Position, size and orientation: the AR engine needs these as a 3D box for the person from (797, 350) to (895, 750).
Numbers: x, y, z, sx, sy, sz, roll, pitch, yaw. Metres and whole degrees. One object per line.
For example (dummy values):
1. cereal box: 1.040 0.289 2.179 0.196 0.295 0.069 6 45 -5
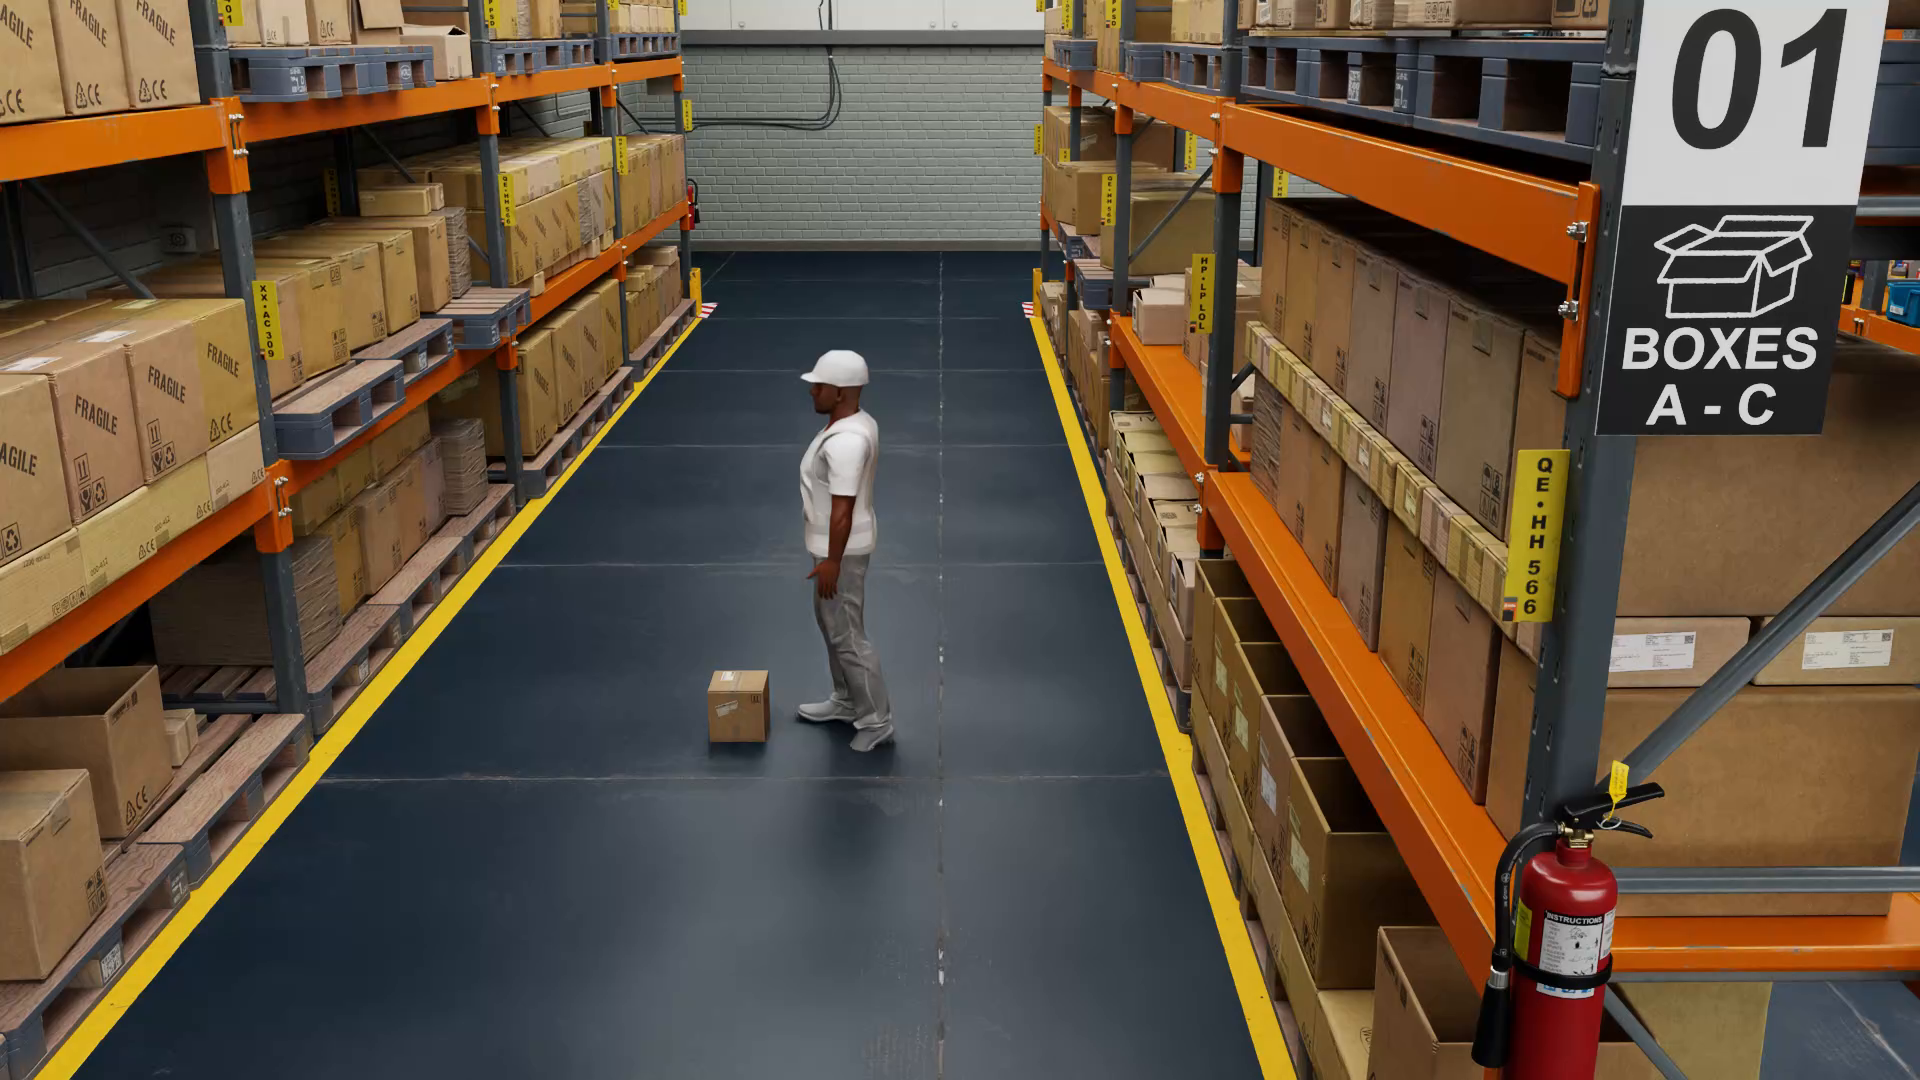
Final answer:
1. person: -0.529 0.075 7.406 0.470 1.853 0.570 0 17 0
